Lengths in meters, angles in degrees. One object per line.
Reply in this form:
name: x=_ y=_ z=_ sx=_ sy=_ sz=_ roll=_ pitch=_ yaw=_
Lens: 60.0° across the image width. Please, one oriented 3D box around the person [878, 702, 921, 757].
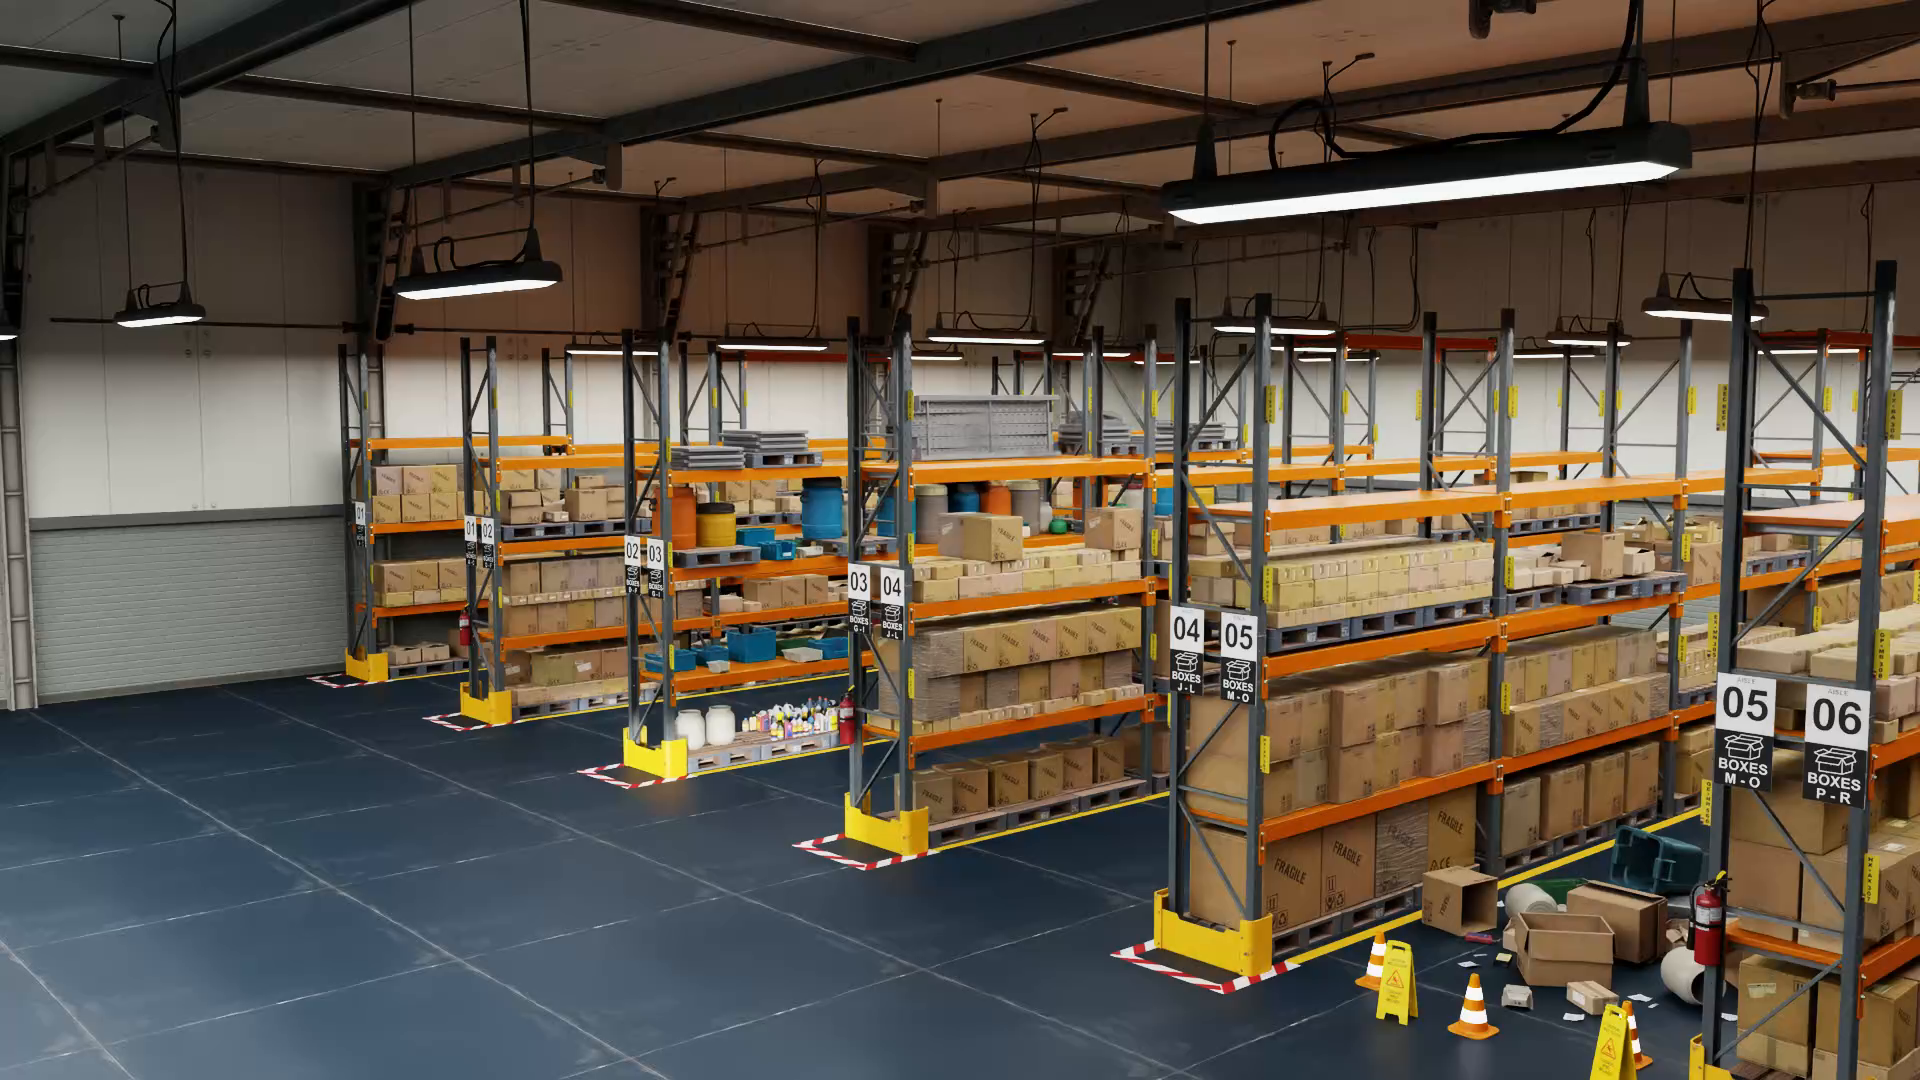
person: x=-0.831 y=2.387 z=23.135 sx=0.598 sy=1.403 sz=0.972 roll=5 pitch=7 yaw=42
